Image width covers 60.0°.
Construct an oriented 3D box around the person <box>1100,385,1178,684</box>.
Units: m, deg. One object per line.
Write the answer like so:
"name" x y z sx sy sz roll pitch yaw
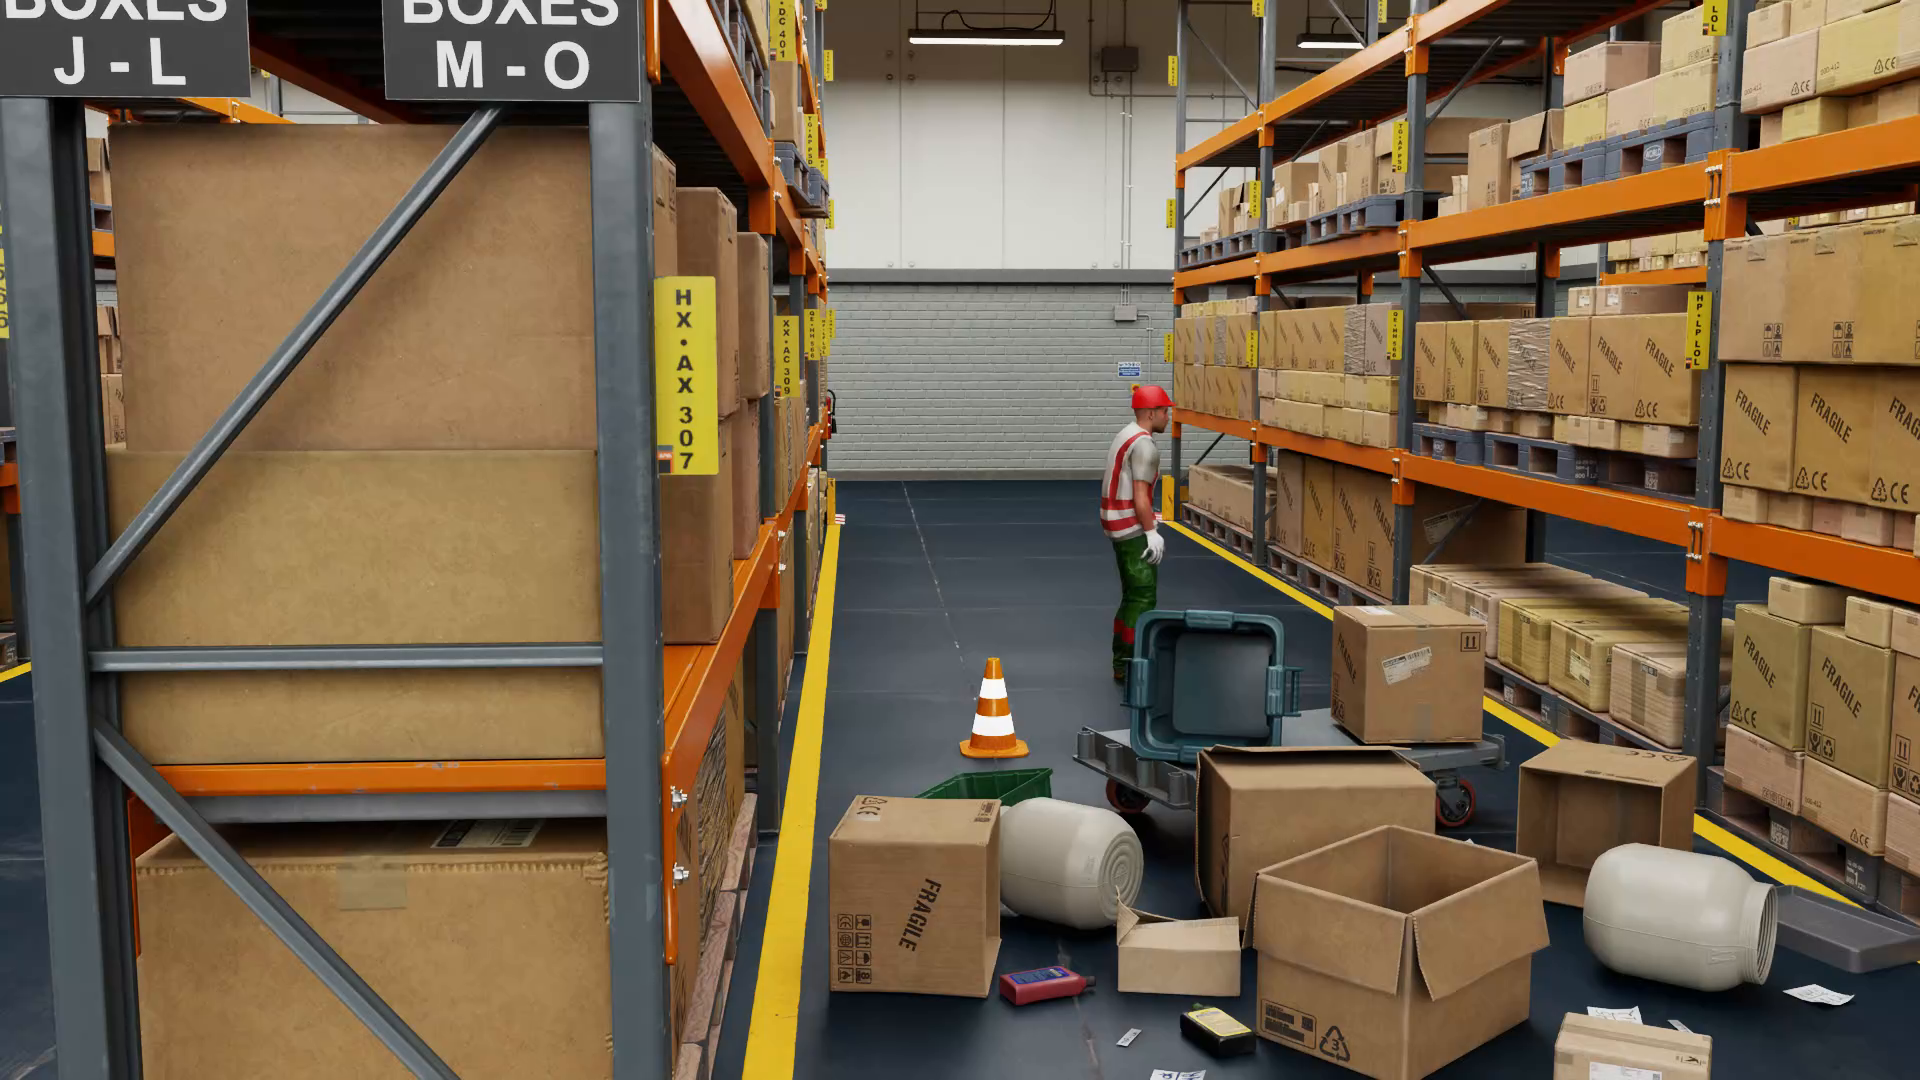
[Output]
"person" 1.076 -0.032 9.939 0.451 1.780 0.623 -1 7 -6
